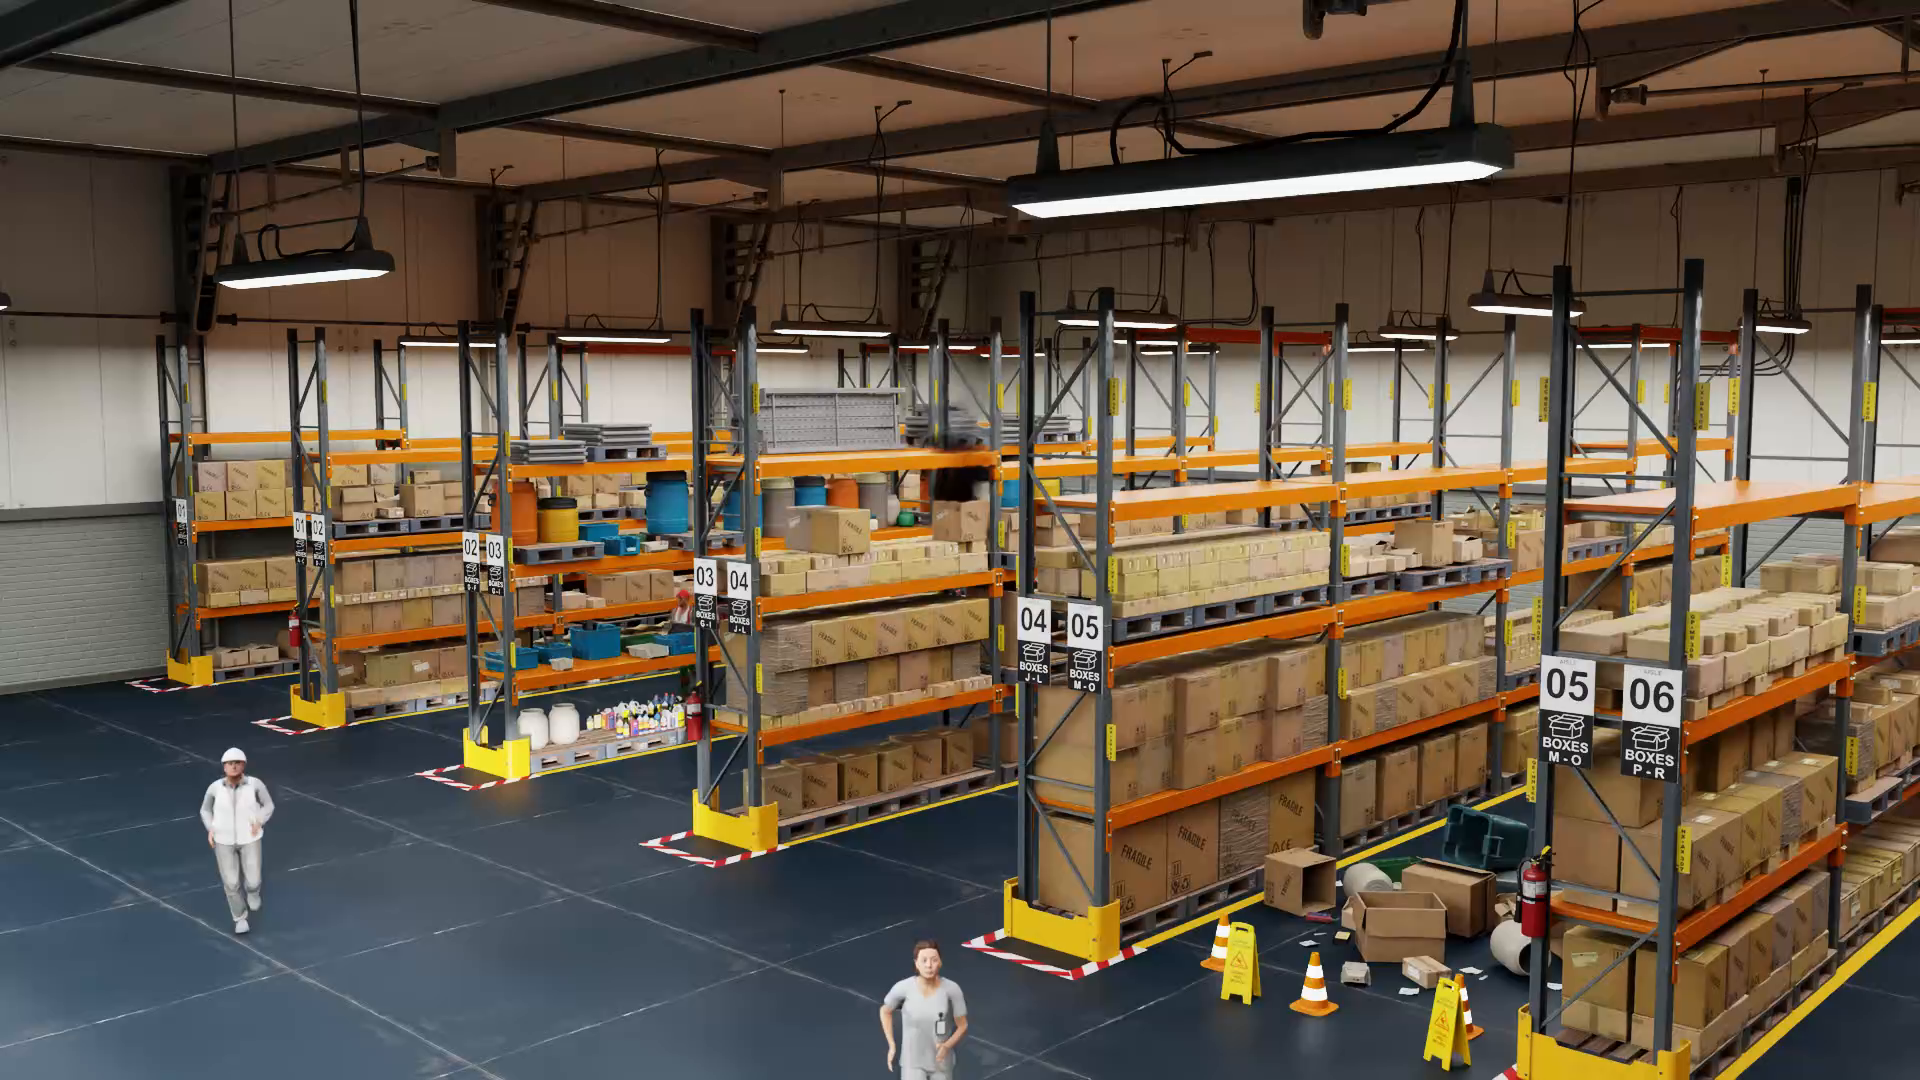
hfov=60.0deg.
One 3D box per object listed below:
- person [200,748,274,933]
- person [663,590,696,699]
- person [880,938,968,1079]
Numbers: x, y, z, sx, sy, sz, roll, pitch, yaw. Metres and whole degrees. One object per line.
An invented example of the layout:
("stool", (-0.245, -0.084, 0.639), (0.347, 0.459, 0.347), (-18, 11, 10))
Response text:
("person", (-6.852, 2.823, 15.775), (0.651, 1.730, 0.640), (-2, 6, -19))
("person", (-4.467, 1.716, 27.224), (0.592, 1.832, 0.865), (4, 7, 40))
("person", (-0.215, 3.346, 10.573), (0.552, 1.604, 0.545), (-1, 5, -7))
